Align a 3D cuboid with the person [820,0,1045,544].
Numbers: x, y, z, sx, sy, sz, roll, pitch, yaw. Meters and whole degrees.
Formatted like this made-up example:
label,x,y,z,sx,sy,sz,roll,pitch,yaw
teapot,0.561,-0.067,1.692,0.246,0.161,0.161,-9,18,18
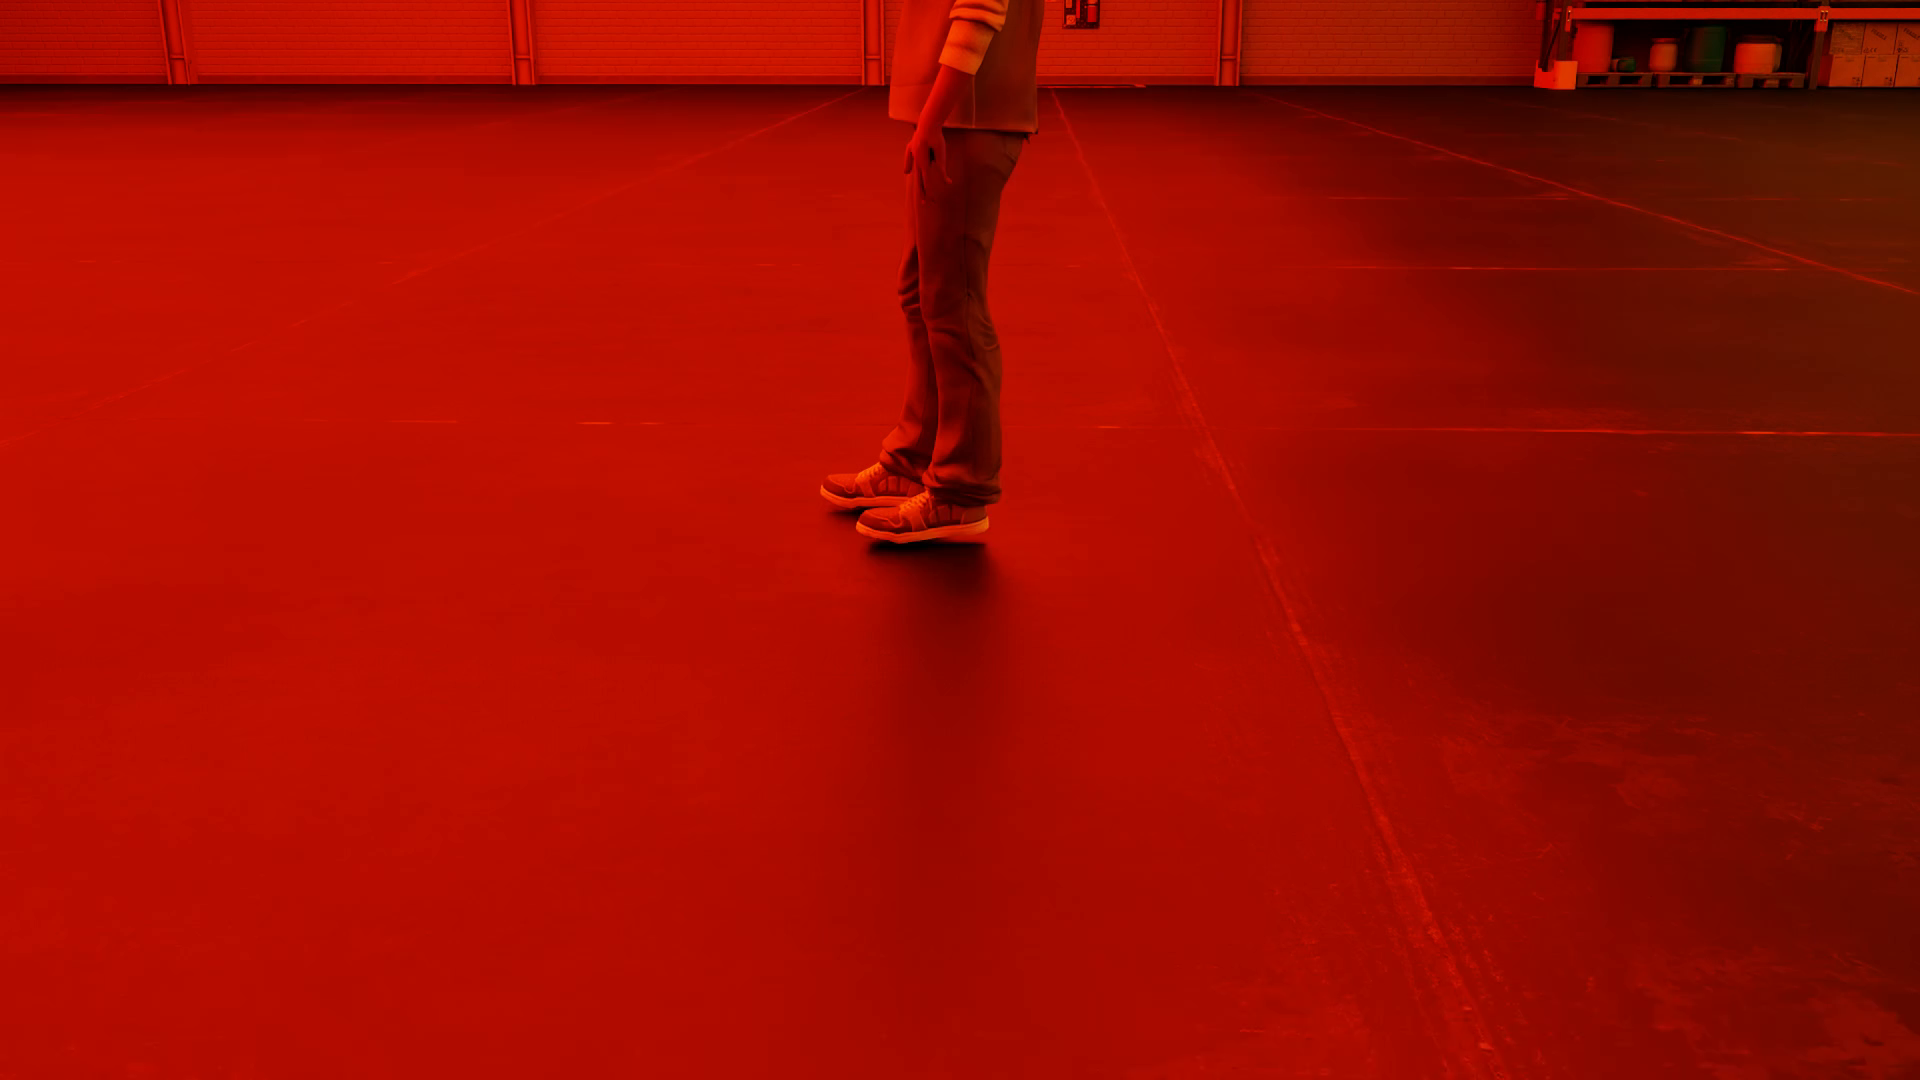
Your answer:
label,x,y,z,sx,sy,sz,roll,pitch,yaw
person,-0.074,-0.775,3.149,0.473,1.599,0.520,1,17,2
